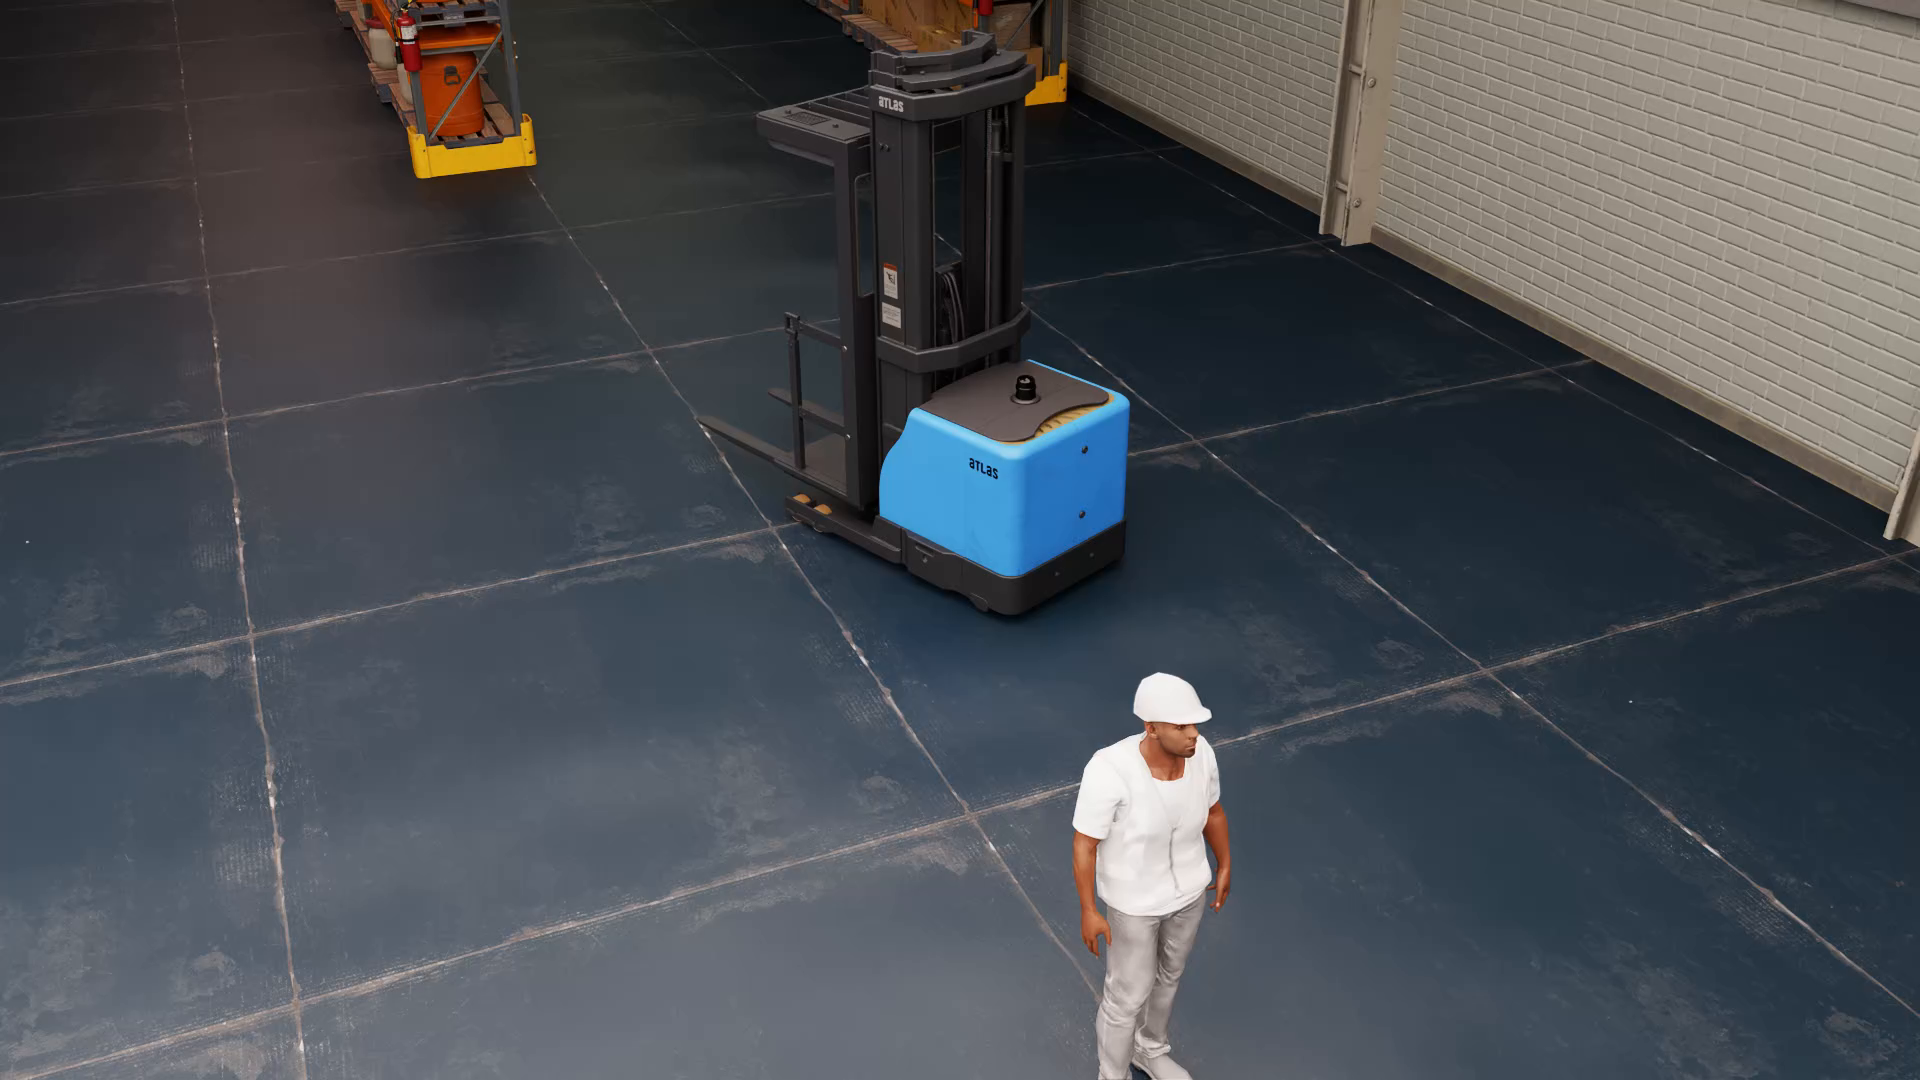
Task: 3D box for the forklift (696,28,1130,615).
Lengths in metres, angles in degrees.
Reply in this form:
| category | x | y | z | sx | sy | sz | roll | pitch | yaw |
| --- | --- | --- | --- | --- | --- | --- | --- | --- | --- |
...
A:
| category | x | y | z | sx | sy | sz | roll | pitch | yaw |
| --- | --- | --- | --- | --- | --- | --- | --- | --- | --- |
| forklift | -0.436 | -1.483 | 9.714 | 3.031 | 2.935 | 1.130 | 26 | 39 | 37 |

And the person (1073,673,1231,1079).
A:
| category | x | y | z | sx | sy | sz | roll | pitch | yaw |
| --- | --- | --- | --- | --- | --- | --- | --- | --- | --- |
| person | 0.743 | 1.305 | 5.998 | 0.665 | 1.769 | 0.574 | -16 | 34 | -26 |
